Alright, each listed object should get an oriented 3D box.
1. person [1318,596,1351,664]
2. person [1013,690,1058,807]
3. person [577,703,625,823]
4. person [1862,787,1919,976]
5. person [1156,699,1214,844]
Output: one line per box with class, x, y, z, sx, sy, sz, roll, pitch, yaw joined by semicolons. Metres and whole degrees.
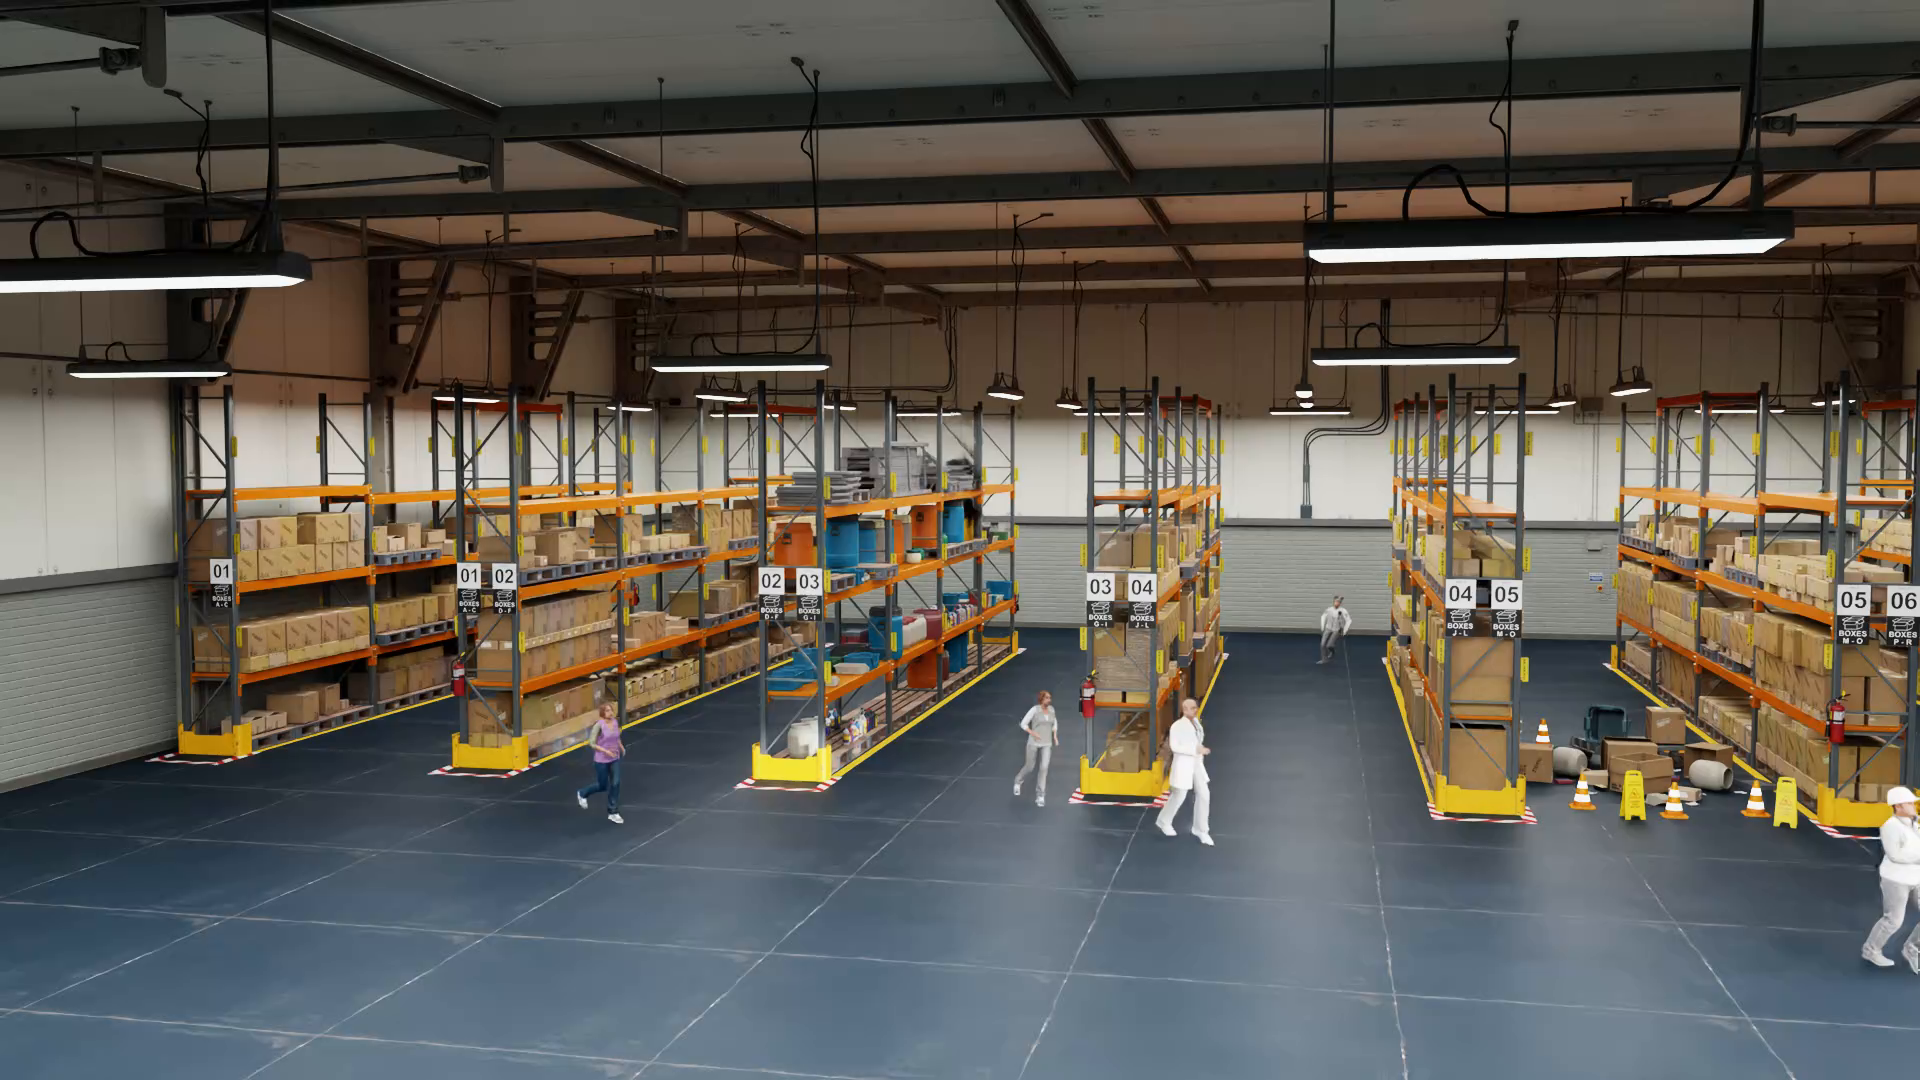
person;8.639;2.075;38.336;0.700;1.597;0.512;2;4;35
person;1.142;2.894;23.411;0.605;1.568;0.876;-1;3;-19
person;-4.783;2.973;22.349;0.782;1.594;0.547;3;4;39
person;8.959;3.240;15.750;0.625;1.806;0.721;-2;4;-29
person;2.878;2.940;21.152;0.738;1.863;0.850;-3;4;-43
